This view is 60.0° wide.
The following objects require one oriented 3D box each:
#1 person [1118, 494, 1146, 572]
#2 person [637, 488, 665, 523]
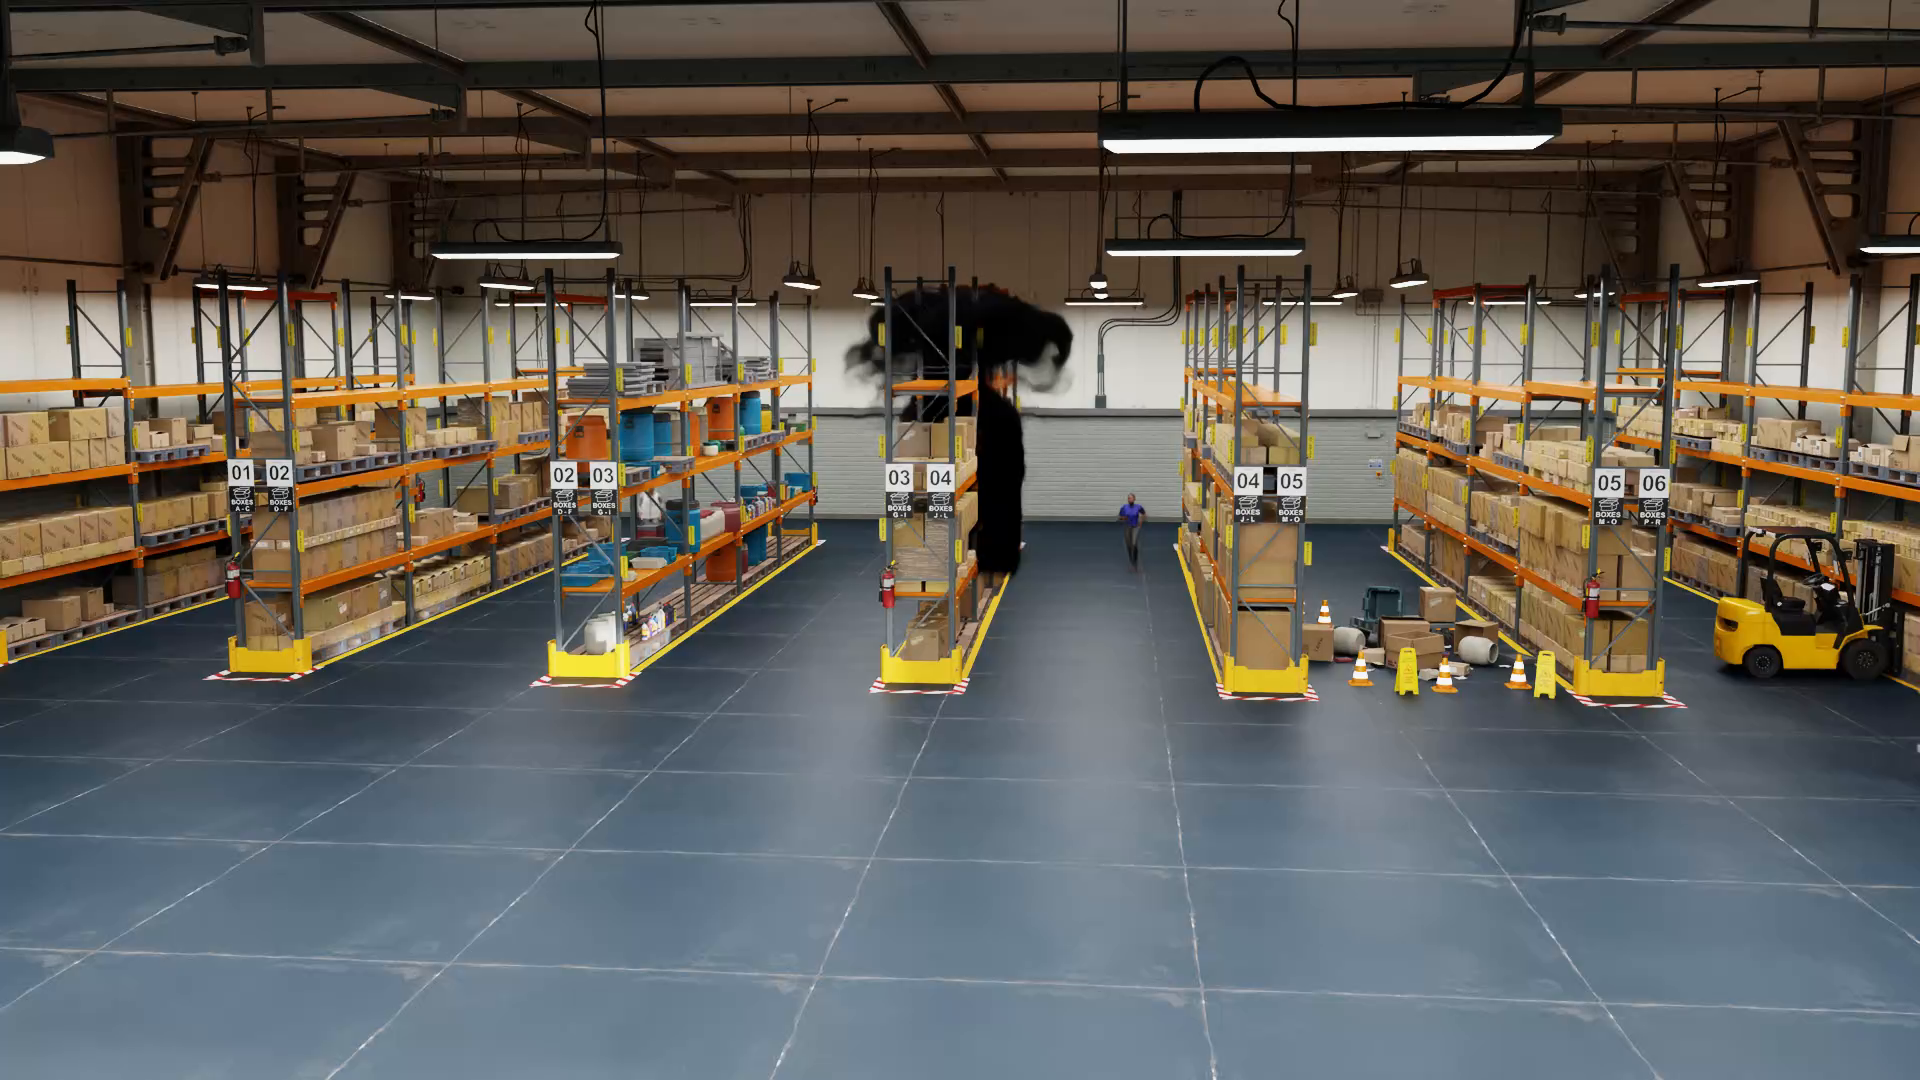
[{"bbox_3d":[3.715,-0.169,36.029,0.553,1.701,0.800,2,7,17],"label":"person"},{"bbox_3d":[-7.184,-0.539,38.630,0.653,1.731,0.738,-1,7,-12],"label":"person"}]
